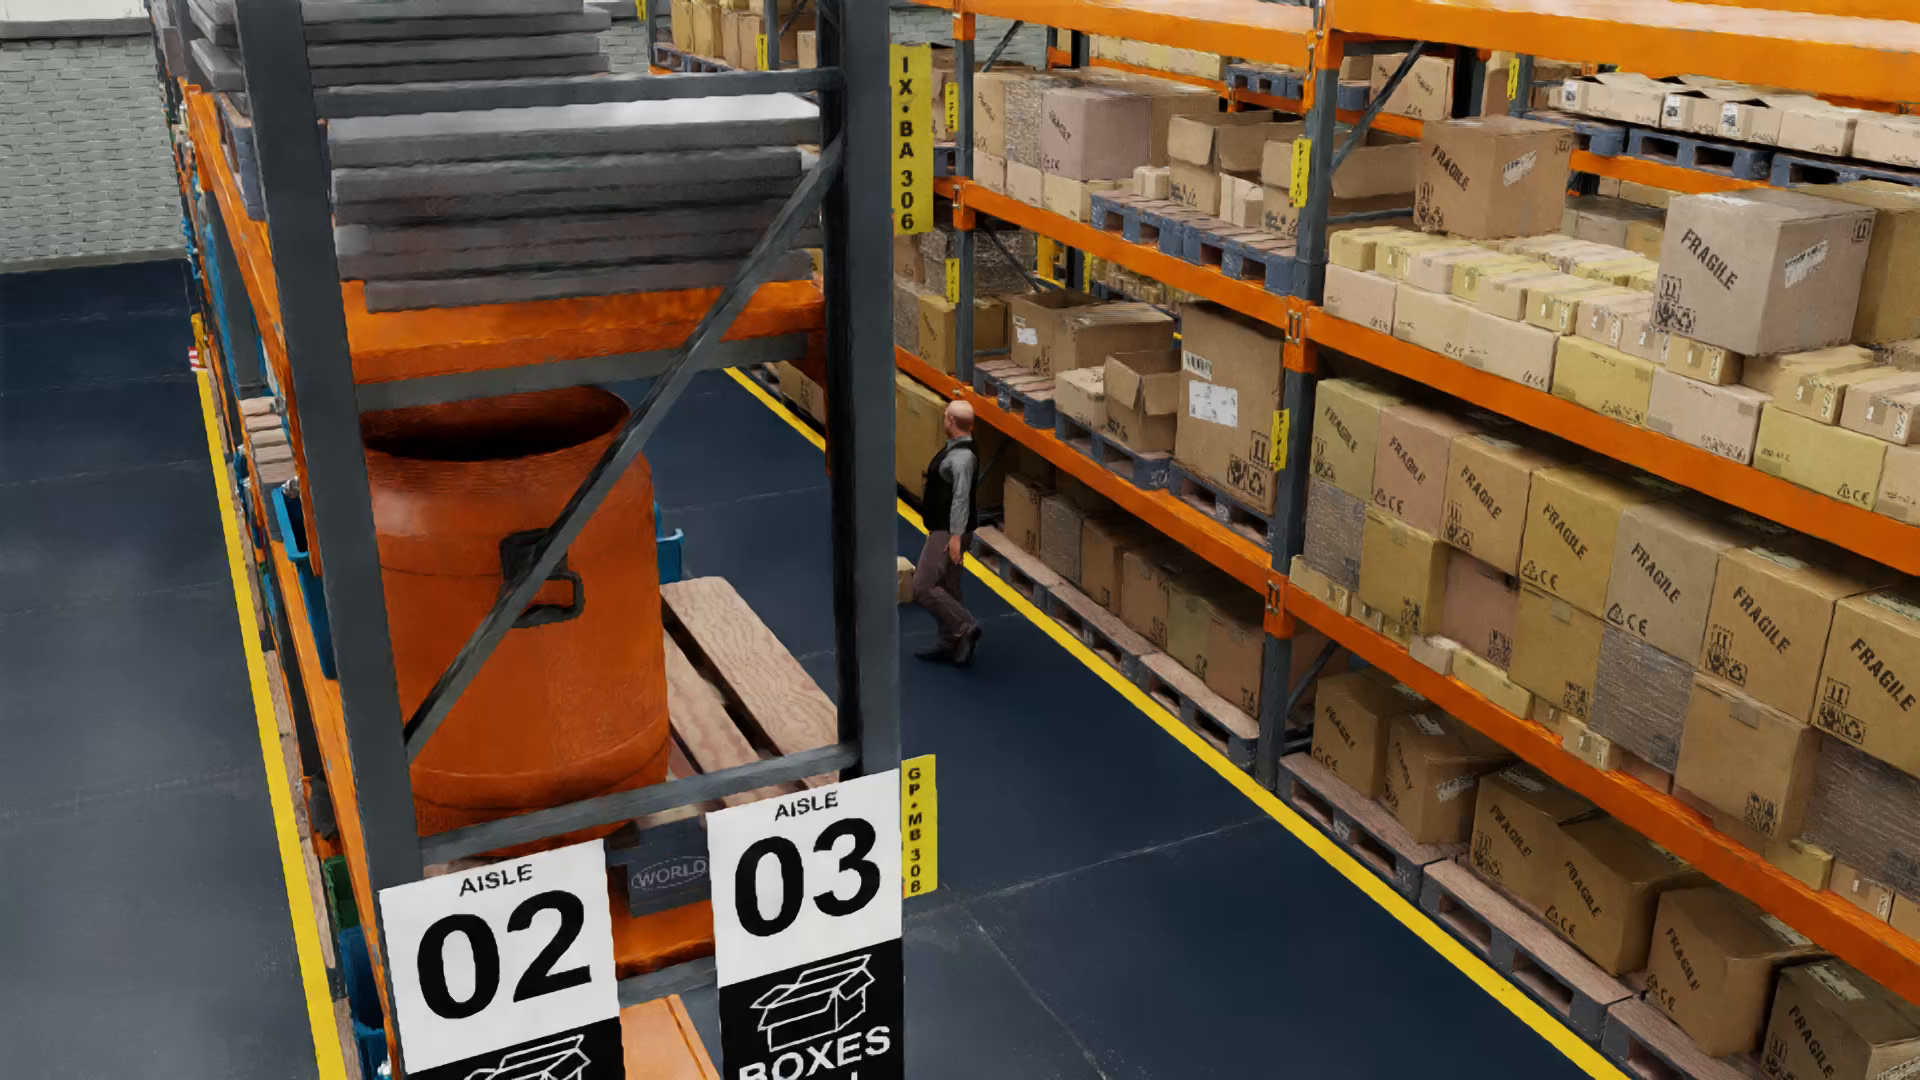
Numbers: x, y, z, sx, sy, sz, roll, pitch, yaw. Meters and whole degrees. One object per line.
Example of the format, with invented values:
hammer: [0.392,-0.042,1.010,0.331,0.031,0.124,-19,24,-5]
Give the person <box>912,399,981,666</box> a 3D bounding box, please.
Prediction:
person: [-0.089,-0.050,10.739,0.446,1.705,0.638,-1,22,-1]
